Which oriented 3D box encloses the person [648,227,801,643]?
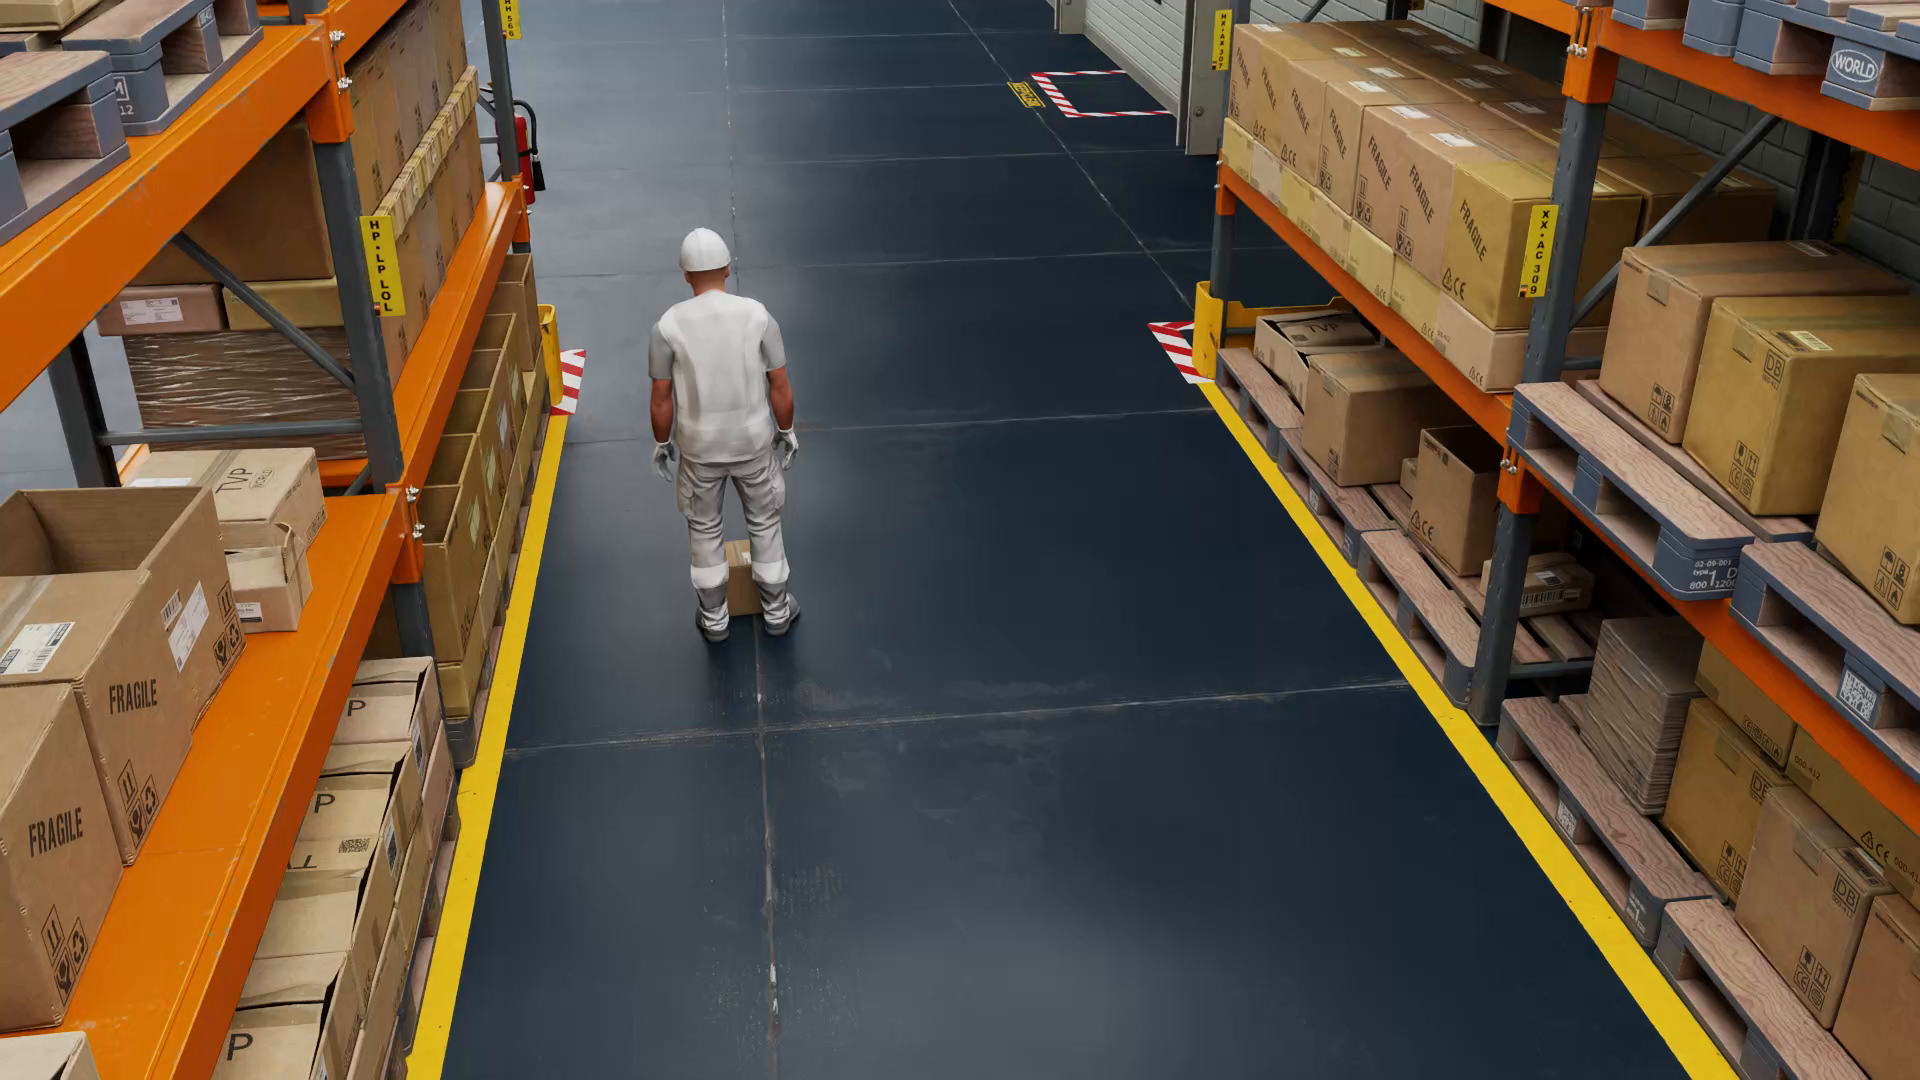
[{"bbox_3d":[-0.977,-0.407,6.907,0.609,1.774,0.453,-5,27,-10],"label":"person"}]
